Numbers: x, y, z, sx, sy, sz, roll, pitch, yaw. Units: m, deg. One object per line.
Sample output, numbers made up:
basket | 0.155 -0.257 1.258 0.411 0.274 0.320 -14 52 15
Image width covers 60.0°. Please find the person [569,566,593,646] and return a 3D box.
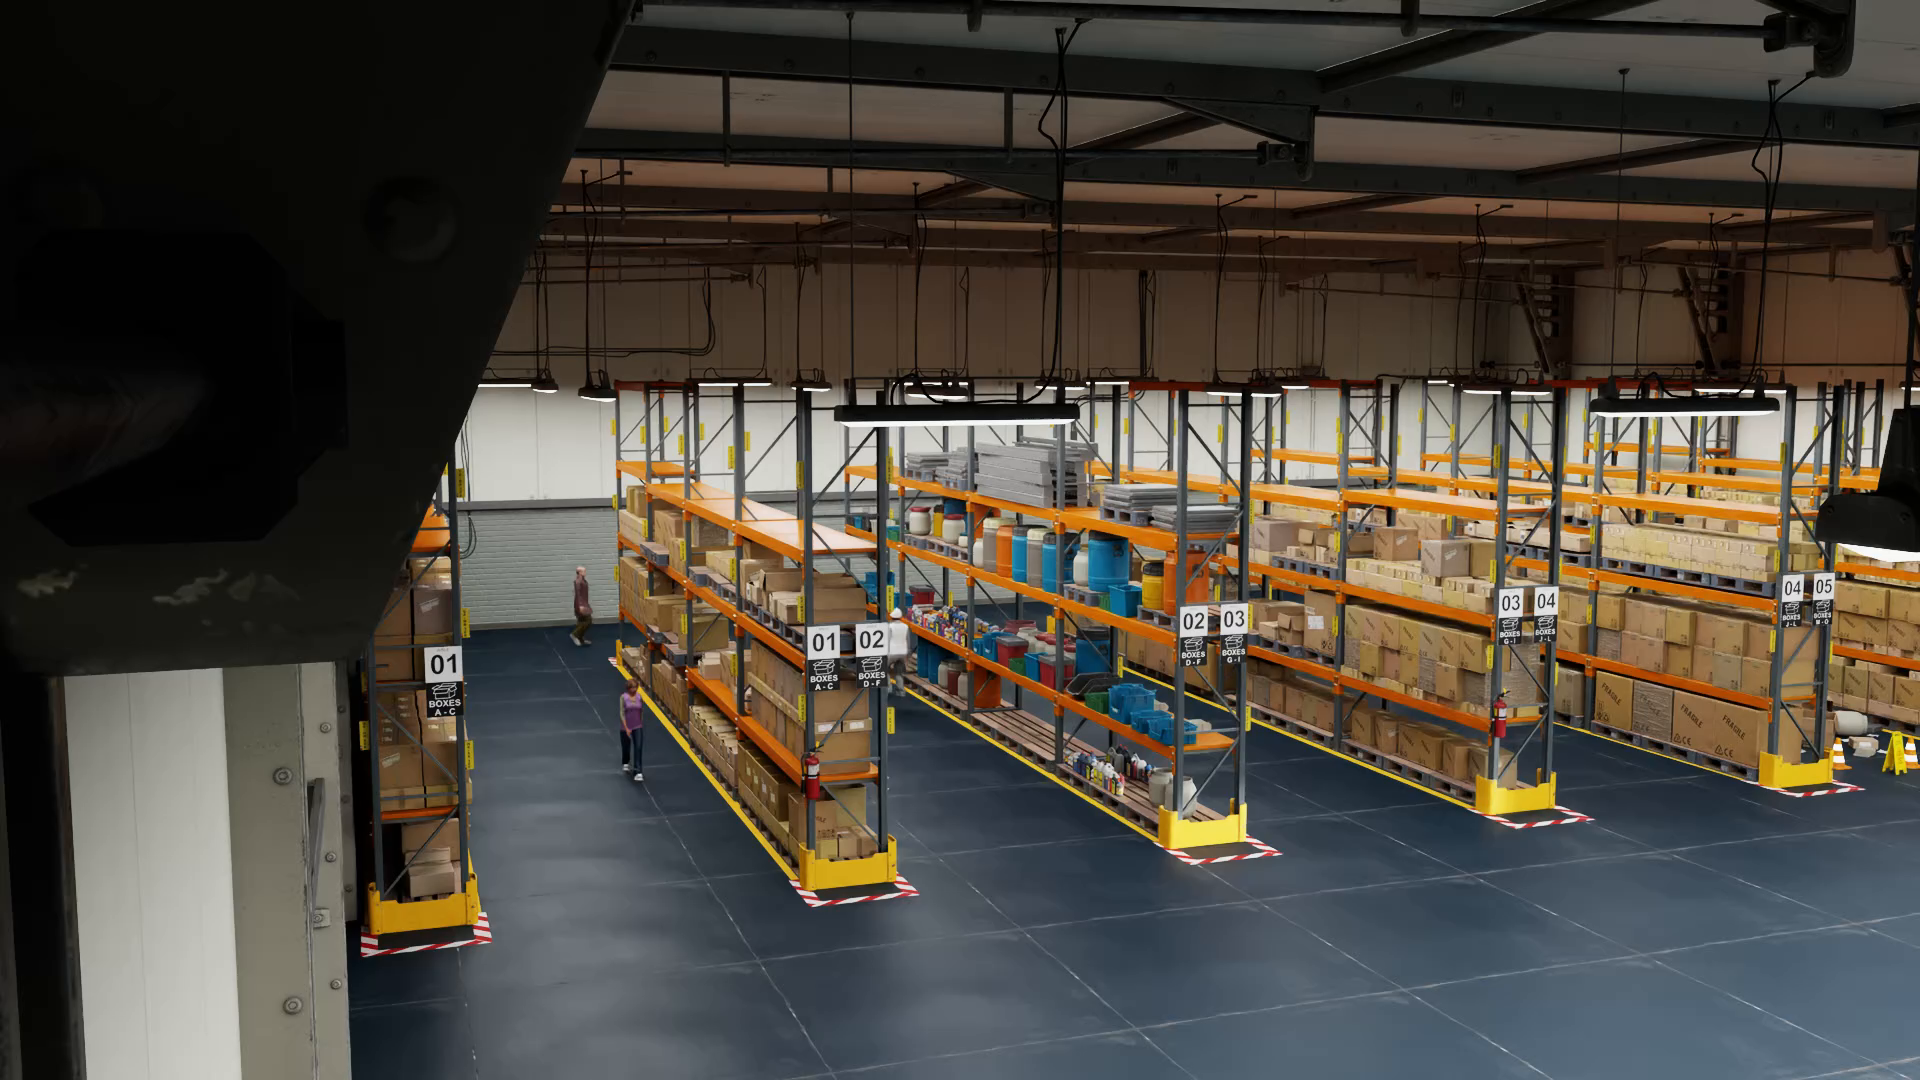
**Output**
person | -8.521 1.479 37.355 0.535 1.777 0.604 -2 6 -17

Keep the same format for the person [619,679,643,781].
person | -5.007 2.874 25.445 0.398 1.513 0.990 -2 7 -22

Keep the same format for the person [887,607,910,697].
person | -1.166 2.062 30.408 0.565 1.678 0.684 -3 7 -26
